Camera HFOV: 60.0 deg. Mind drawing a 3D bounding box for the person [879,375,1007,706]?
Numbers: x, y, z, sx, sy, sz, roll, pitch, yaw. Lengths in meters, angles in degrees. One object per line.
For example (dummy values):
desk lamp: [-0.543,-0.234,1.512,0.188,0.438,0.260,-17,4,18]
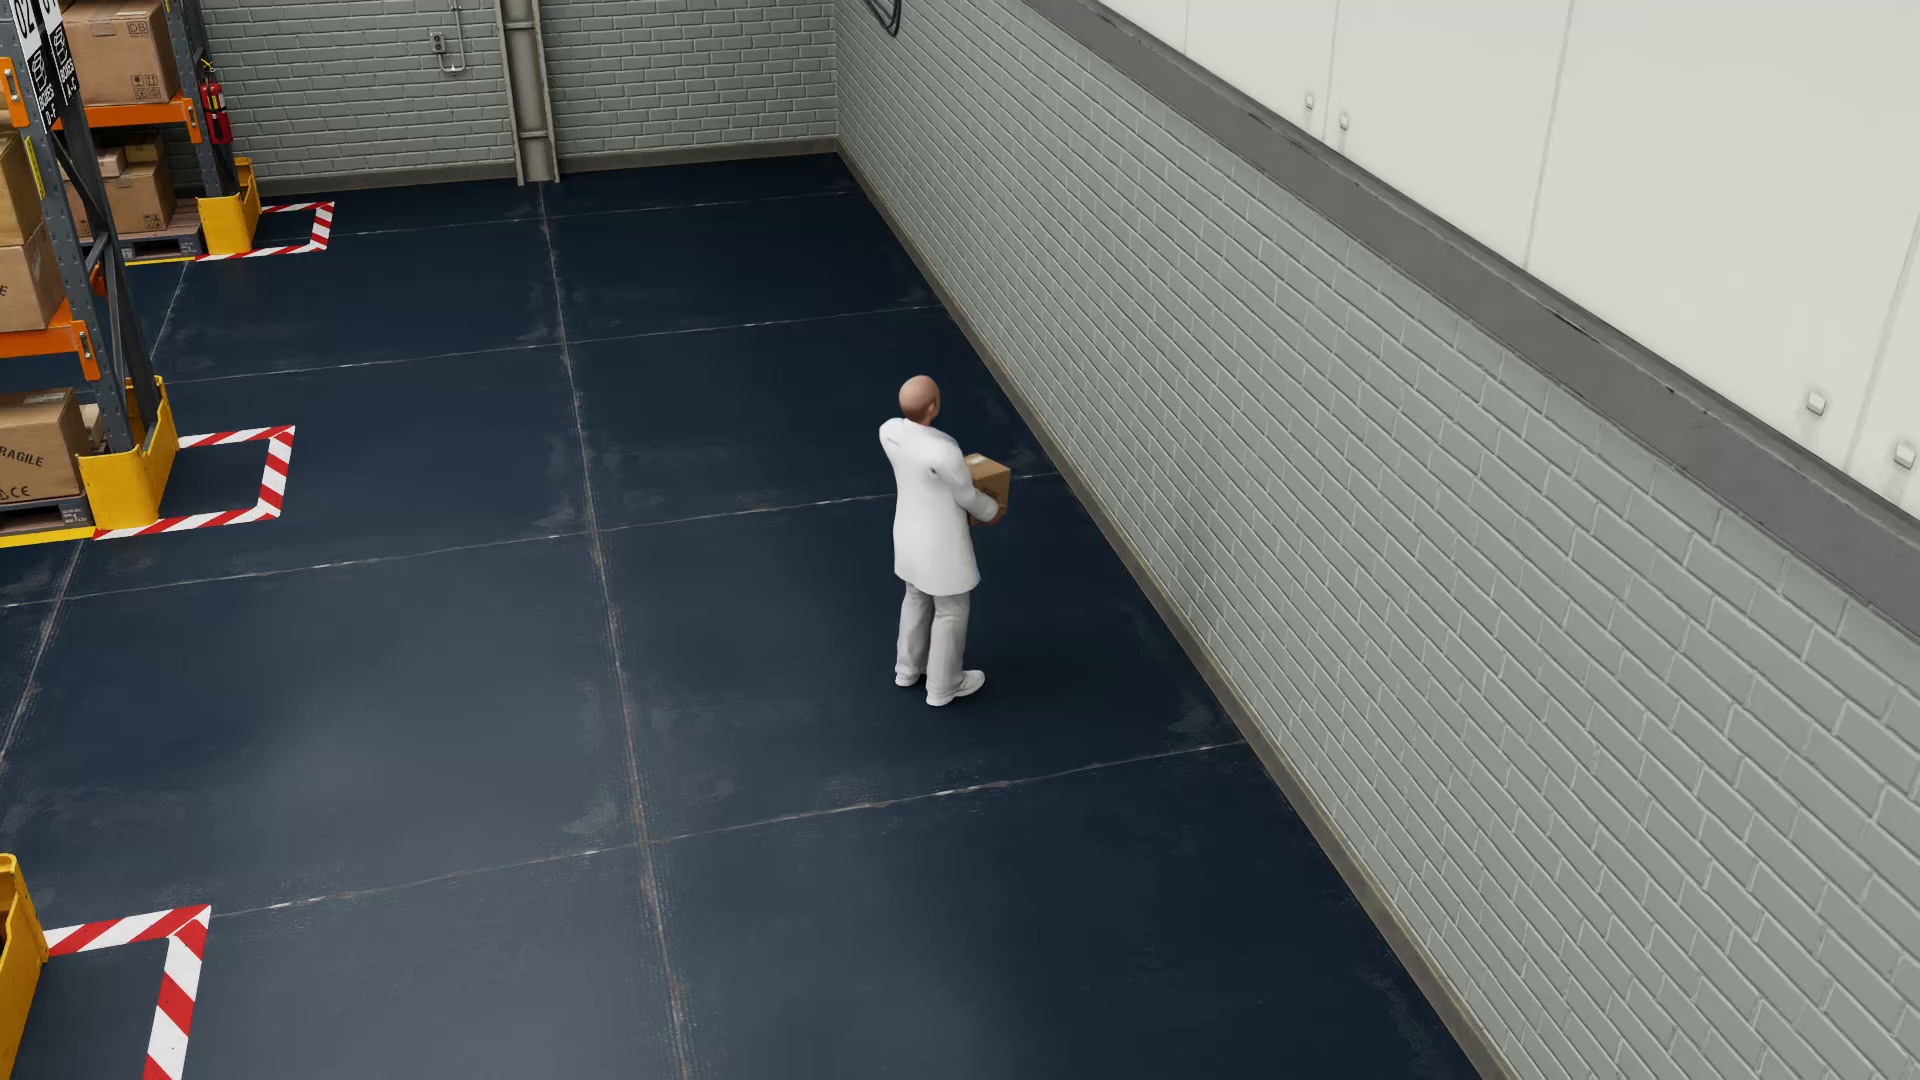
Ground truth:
person: [-0.064,-0.046,8.345,0.556,1.775,0.527,-25,38,-36]
